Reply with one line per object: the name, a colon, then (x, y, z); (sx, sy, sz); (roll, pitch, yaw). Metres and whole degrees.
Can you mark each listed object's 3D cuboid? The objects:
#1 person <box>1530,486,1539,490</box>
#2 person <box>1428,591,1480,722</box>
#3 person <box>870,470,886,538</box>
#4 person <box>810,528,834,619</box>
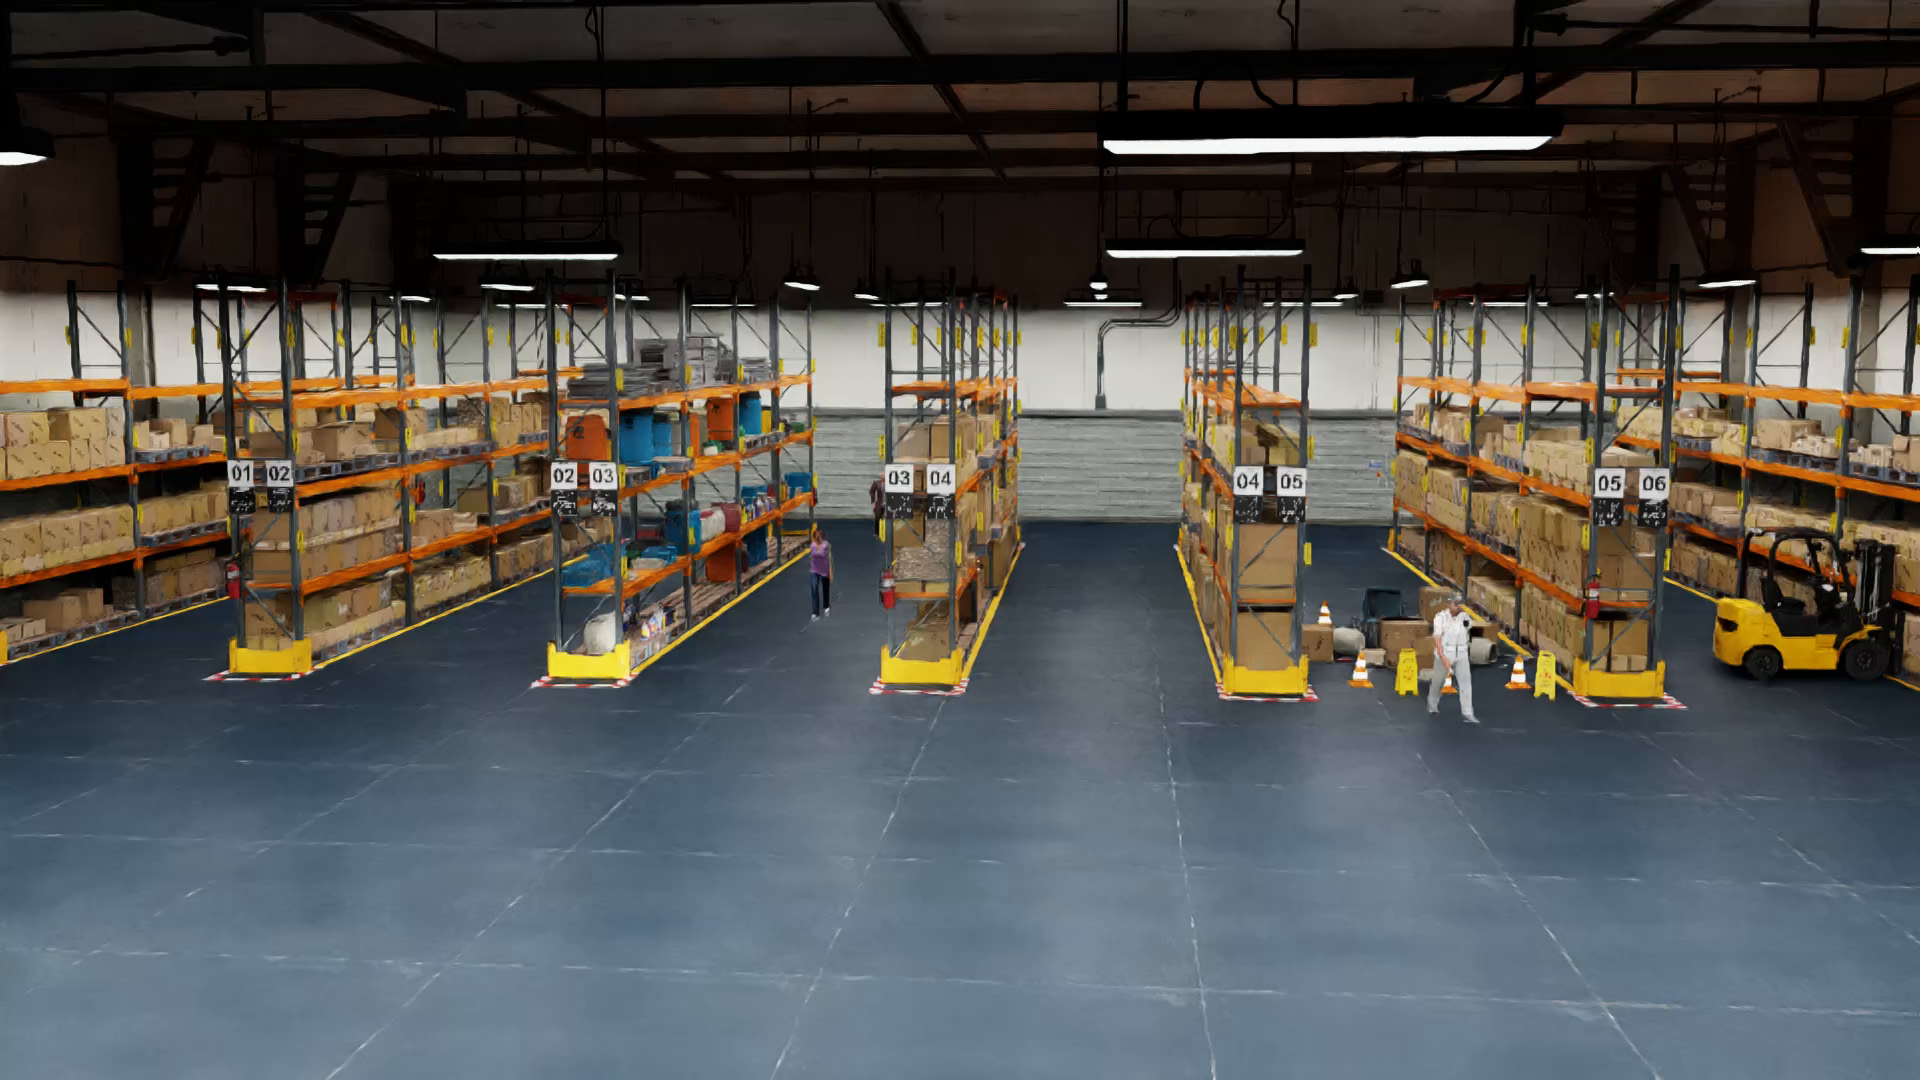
person: (14.799, -0.980, 42.414); (0.459, 1.659, 0.638); (-3, 8, -26)
person: (6.438, 1.502, 21.773); (0.536, 1.707, 1.036); (0, 7, -3)
person: (-1.892, -0.893, 41.519); (0.729, 1.733, 0.538); (0, 7, 3)
person: (-2.332, 0.540, 28.084); (0.432, 1.528, 0.939); (0, 7, 4)
